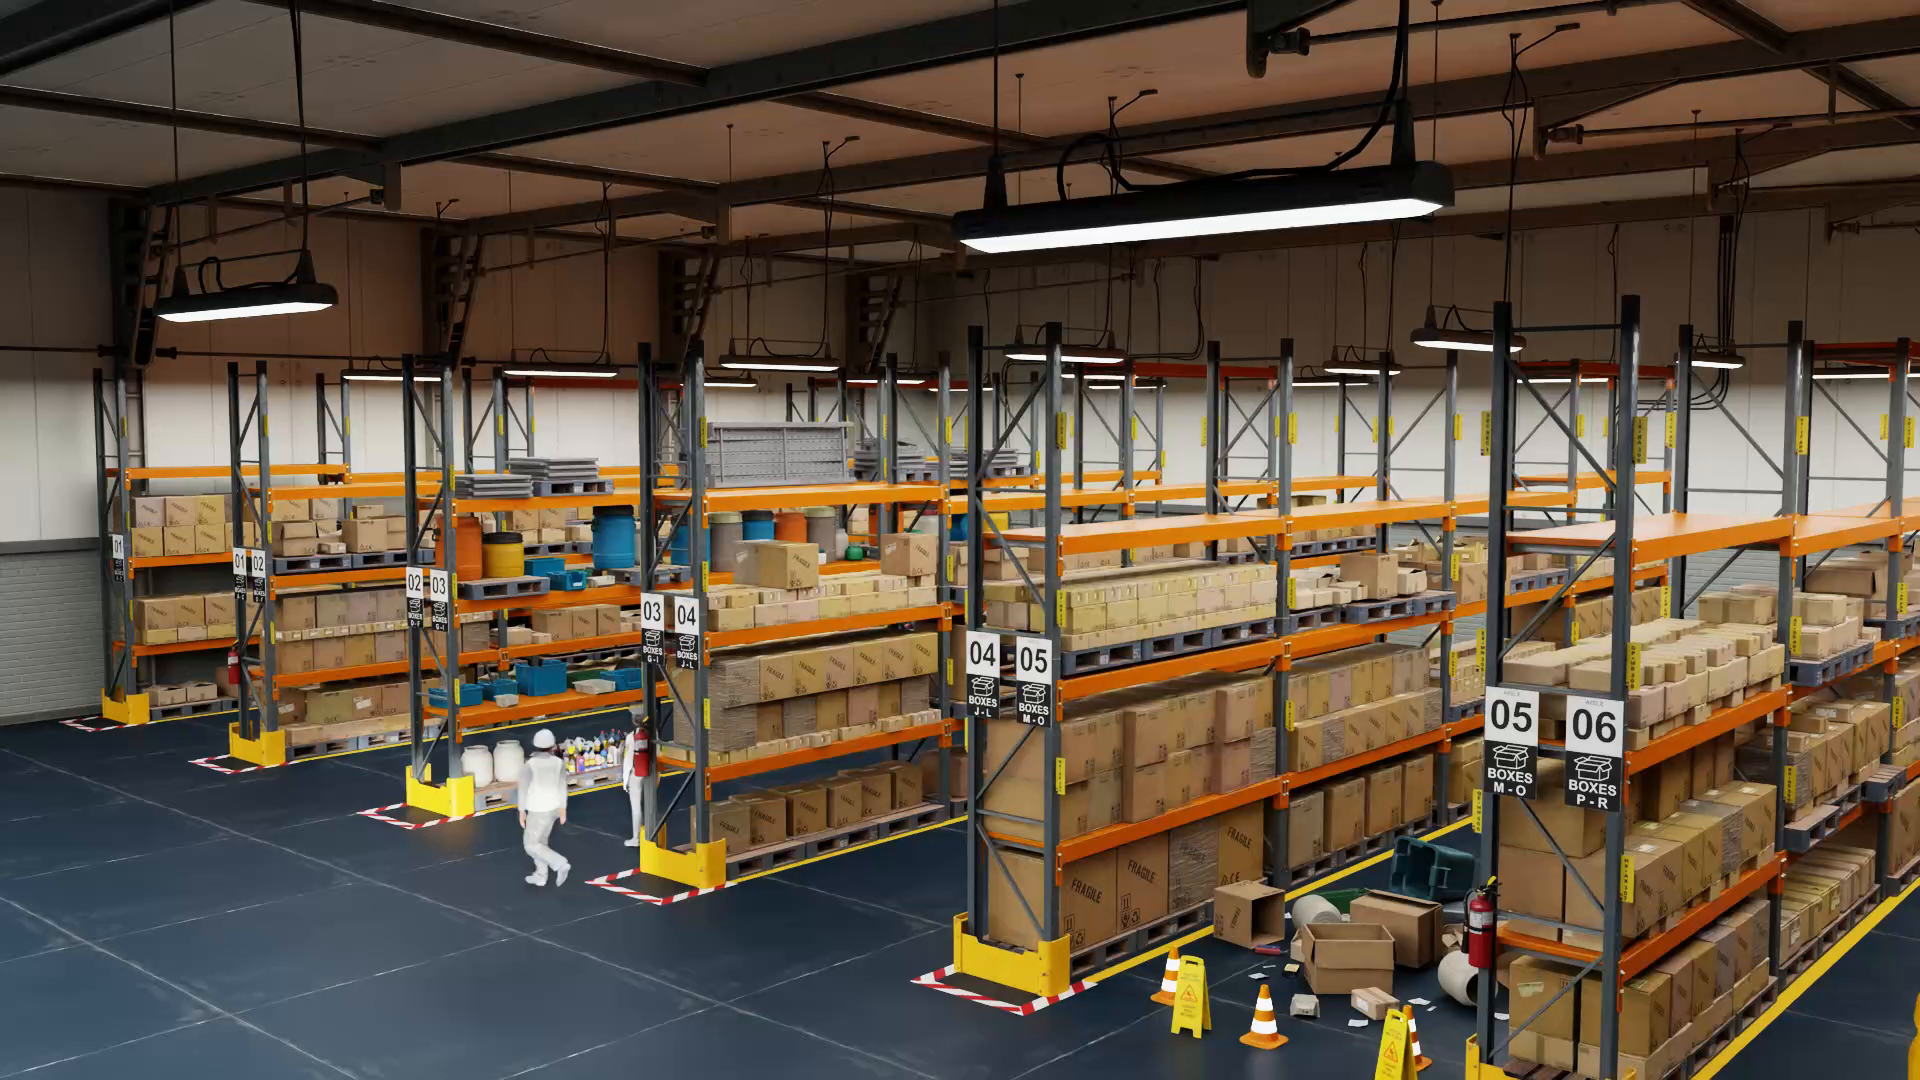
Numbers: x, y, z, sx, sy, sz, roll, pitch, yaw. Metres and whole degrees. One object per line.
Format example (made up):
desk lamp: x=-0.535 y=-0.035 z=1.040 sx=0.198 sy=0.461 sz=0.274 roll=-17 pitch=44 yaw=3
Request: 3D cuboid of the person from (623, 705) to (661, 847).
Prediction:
person: x=-3.855 y=2.841 z=20.083 sx=0.390 sy=1.682 sz=0.557 roll=4 pitch=6 yaw=42

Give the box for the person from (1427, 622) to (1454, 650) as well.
person: x=8.722 y=2.248 z=30.237 sx=0.494 sy=1.357 sz=1.051 roll=1 pitch=4 yaw=10

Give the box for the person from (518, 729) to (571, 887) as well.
person: x=-4.554 y=2.942 z=18.197 sx=0.662 sy=1.762 sz=0.515 roll=1 pitch=4 yaw=15
